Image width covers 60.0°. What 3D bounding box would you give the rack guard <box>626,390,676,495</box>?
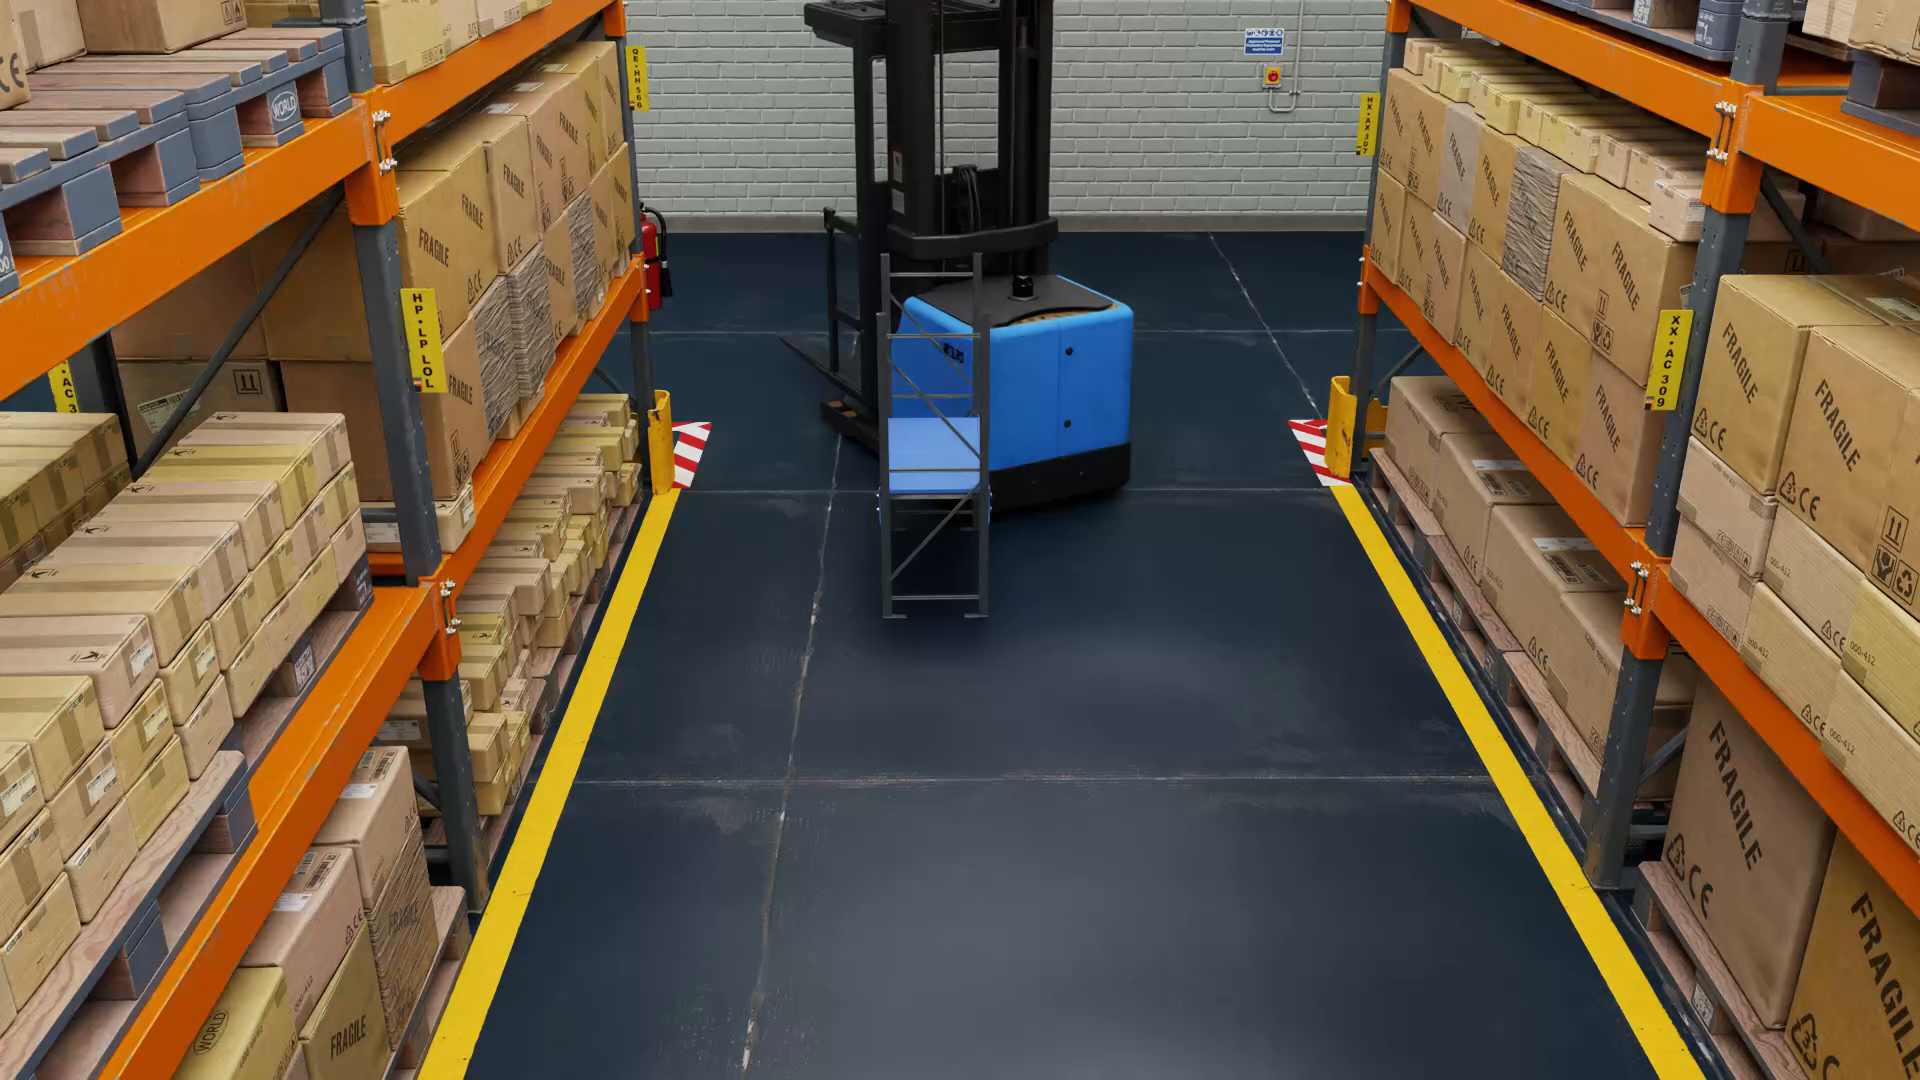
[{"bbox_3d":[-2.220,-0.548,9.355,1.175,0.500,0.348,0,24,-1],"label":"rack guard"}]

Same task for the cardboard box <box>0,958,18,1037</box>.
[{"bbox_3d":[-1.953,0.874,2.974,0.380,0.149,0.250,1,24,1],"label":"cardboard box"}]

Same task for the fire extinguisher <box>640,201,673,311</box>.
[{"bbox_3d":[-1.762,-1.619,9.236,0.296,0.674,0.183,0,24,-1],"label":"fire extinguisher"}]

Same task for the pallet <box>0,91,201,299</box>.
[{"bbox_3d":[-2.263,-0.669,3.177,1.213,0.211,1.003,0,24,-1],"label":"pallet"}]

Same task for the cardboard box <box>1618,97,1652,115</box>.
[{"bbox_3d":[2.985,-1.798,6.964,0.380,0.149,0.250,1,24,1],"label":"cardboard box"}]

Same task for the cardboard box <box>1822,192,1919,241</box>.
[{"bbox_3d":[3.028,-1.062,5.336,0.380,0.149,0.250,-1,24,-1],"label":"cardboard box"}]

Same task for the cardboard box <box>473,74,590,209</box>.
[{"bbox_3d":[-1.947,-1.744,7.271,0.500,0.500,0.500,1,24,2],"label":"cardboard box"}]

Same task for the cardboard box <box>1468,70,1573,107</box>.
[{"bbox_3d":[2.494,-2.000,7.409,0.380,0.149,0.250,0,24,0],"label":"cardboard box"}]

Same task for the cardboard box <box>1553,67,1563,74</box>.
[{"bbox_3d":[3.046,-2.221,7.900,0.380,0.149,0.250,0,24,-1],"label":"cardboard box"}]

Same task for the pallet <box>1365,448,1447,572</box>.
[{"bbox_3d":[2.815,-0.182,8.897,1.003,0.211,1.213,0,24,-1],"label":"pallet"}]

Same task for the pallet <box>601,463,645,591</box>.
[{"bbox_3d":[-2.246,-0.081,8.674,1.003,0.211,1.213,0,24,-1],"label":"pallet"}]

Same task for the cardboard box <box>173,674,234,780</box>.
[{"bbox_3d":[-1.959,0.444,3.924,0.380,0.149,0.250,-1,24,-3],"label":"cardboard box"}]

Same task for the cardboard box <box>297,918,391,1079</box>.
[{"bbox_3d":[-1.912,1.393,4.554,0.500,0.500,0.500,-1,24,-2],"label":"cardboard box"}]

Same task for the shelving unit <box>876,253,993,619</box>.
[{"bbox_3d":[-0.130,-0.525,8.091,0.538,1.500,1.048,-1,24,-1],"label":"shelving unit"}]

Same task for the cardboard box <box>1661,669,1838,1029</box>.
[{"bbox_3d":[2.858,0.898,5.193,0.875,0.875,0.875,0,24,1],"label":"cardboard box"}]

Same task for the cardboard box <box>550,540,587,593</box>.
[{"bbox_3d":[-1.889,0.117,7.441,0.380,0.149,0.250,0,24,0],"label":"cardboard box"}]

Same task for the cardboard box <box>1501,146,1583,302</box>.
[{"bbox_3d":[2.478,-1.247,6.532,0.500,0.500,0.500,0,24,0],"label":"cardboard box"}]

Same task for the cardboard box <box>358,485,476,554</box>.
[{"bbox_3d":[-1.853,-0.074,5.578,0.380,0.149,0.250,1,24,1],"label":"cardboard box"}]

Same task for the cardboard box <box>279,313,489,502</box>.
[{"bbox_3d":[-1.931,-0.456,5.636,0.500,0.500,0.500,-1,24,-2],"label":"cardboard box"}]

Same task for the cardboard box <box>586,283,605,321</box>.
[{"bbox_3d":[-1.926,-1.160,7.979,0.380,0.149,0.250,0,24,1],"label":"cardboard box"}]

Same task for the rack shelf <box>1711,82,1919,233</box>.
[{"bbox_3d":[2.793,-0.349,3.114,1.077,0.370,4.000,0,24,-1],"label":"rack shelf"}]

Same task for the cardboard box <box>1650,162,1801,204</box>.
[{"bbox_3d":[2.556,-1.165,5.564,0.380,0.149,0.250,0,24,1],"label":"cardboard box"}]

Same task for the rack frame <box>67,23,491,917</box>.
[{"bbox_3d":[-2.177,-0.070,5.265,1.000,3.000,0.127,0,24,-1],"label":"rack frame"}]

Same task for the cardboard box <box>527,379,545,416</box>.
[{"bbox_3d":[-1.916,-0.616,6.777,0.380,0.149,0.250,1,24,2],"label":"cardboard box"}]

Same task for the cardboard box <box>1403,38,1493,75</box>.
[{"bbox_3d":[2.455,-2.431,8.364,0.380,0.149,0.250,0,24,1],"label":"cardboard box"}]

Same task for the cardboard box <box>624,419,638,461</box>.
[{"bbox_3d":[-1.930,-0.530,8.871,0.380,0.149,0.250,-1,24,-2],"label":"cardboard box"}]

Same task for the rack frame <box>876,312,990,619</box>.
[{"bbox_3d":[-0.117,-0.316,7.628,0.500,1.500,0.032,-1,24,-1],"label":"rack frame"}]

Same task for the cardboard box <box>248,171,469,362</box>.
[{"bbox_3d":[-1.938,-0.894,5.390,0.500,0.500,0.500,0,24,1],"label":"cardboard box"}]

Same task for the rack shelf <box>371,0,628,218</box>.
[{"bbox_3d":[-2.199,-1.933,6.617,1.077,0.370,4.000,0,24,-1],"label":"rack shelf"}]

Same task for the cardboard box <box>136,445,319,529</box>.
[{"bbox_3d":[-1.974,-0.143,4.499,0.380,0.149,0.250,-1,24,-2],"label":"cardboard box"}]

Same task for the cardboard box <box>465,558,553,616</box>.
[{"bbox_3d":[-1.916,0.193,6.910,0.380,0.149,0.250,0,24,1],"label":"cardboard box"}]

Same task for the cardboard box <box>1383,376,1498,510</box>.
[{"bbox_3d":[2.835,-0.534,8.891,0.875,0.438,0.875,-1,24,-2],"label":"cardboard box"}]

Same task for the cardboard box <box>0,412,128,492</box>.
[{"bbox_3d":[-2.633,-0.253,4.744,0.380,0.149,0.250,1,24,2],"label":"cardboard box"}]

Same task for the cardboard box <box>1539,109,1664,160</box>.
[{"bbox_3d":[2.499,-1.583,6.488,0.380,0.149,0.250,-1,24,-2],"label":"cardboard box"}]

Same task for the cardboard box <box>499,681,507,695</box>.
[{"bbox_3d":[-1.992,0.547,6.489,0.380,0.149,0.250,0,24,-1],"label":"cardboard box"}]

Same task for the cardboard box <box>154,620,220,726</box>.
[{"bbox_3d":[-1.963,0.311,3.856,0.380,0.149,0.250,-1,24,-3],"label":"cardboard box"}]

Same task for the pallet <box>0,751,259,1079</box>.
[{"bbox_3d":[-2.196,0.850,3.463,1.003,0.211,1.213,0,24,-1],"label":"pallet"}]

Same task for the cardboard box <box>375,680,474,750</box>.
[{"bbox_3d":[-1.974,0.624,5.959,0.380,0.149,0.250,1,24,2],"label":"cardboard box"}]

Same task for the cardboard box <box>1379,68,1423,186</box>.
[{"bbox_3d":[2.448,-2.084,8.383,0.500,0.500,0.500,-1,24,-2],"label":"cardboard box"}]

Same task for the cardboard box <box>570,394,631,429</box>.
[{"bbox_3d":[-1.962,-0.665,8.807,0.380,0.149,0.250,0,24,0],"label":"cardboard box"}]

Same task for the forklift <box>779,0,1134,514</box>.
[{"bbox_3d":[-0.203,-2.038,9.700,1.130,2.935,3.031,-13,27,-26],"label":"forklift"}]

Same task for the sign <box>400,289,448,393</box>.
[{"bbox_3d":[-1.622,-0.601,5.035,0.100,0.325,0.005,0,24,-1],"label":"sign"}]

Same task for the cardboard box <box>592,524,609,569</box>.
[{"bbox_3d":[-1.904,0.027,8.001,0.380,0.149,0.250,-1,24,-3],"label":"cardboard box"}]

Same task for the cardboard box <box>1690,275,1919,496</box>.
[{"bbox_3d":[2.489,-0.452,4.775,0.500,0.500,0.500,0,24,0],"label":"cardboard box"}]

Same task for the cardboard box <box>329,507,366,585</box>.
[{"bbox_3d":[-1.975,0.016,4.870,0.380,0.149,0.250,-1,24,-2],"label":"cardboard box"}]

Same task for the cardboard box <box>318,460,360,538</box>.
[{"bbox_3d":[-1.975,-0.119,4.808,0.380,0.149,0.250,0,24,1],"label":"cardboard box"}]

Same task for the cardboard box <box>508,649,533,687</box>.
[{"bbox_3d":[-1.970,0.570,6.800,0.380,0.149,0.250,-1,24,-2],"label":"cardboard box"}]

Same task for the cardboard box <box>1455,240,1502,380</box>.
[{"bbox_3d":[2.489,-1.004,7.209,0.500,0.500,0.500,1,24,1],"label":"cardboard box"}]

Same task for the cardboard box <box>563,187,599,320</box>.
[{"bbox_3d":[-1.943,-1.294,7.489,0.500,0.500,0.500,0,24,0],"label":"cardboard box"}]

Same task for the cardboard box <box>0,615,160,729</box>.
[{"bbox_3d":[-1.964,0.284,3.556,0.380,0.149,0.250,-1,24,-3],"label":"cardboard box"}]

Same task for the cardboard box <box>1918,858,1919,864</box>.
[{"bbox_3d":[2.505,0.748,3.639,0.500,0.250,0.500,-1,24,-1],"label":"cardboard box"}]

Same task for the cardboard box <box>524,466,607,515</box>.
[{"bbox_3d":[-1.888,-0.237,7.863,0.380,0.149,0.250,1,24,1],"label":"cardboard box"}]

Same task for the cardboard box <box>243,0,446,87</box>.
[{"bbox_3d":[-1.918,-1.560,5.102,0.500,0.250,0.500,1,24,2],"label":"cardboard box"}]

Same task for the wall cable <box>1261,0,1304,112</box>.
[{"bbox_3d":[2.643,-4.583,13.971,0.585,1.953,0.123,0,24,-1],"label":"wall cable"}]

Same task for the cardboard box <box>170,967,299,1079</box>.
[{"bbox_3d":[-1.904,1.271,3.913,0.500,0.250,0.500,-1,24,-3],"label":"cardboard box"}]
